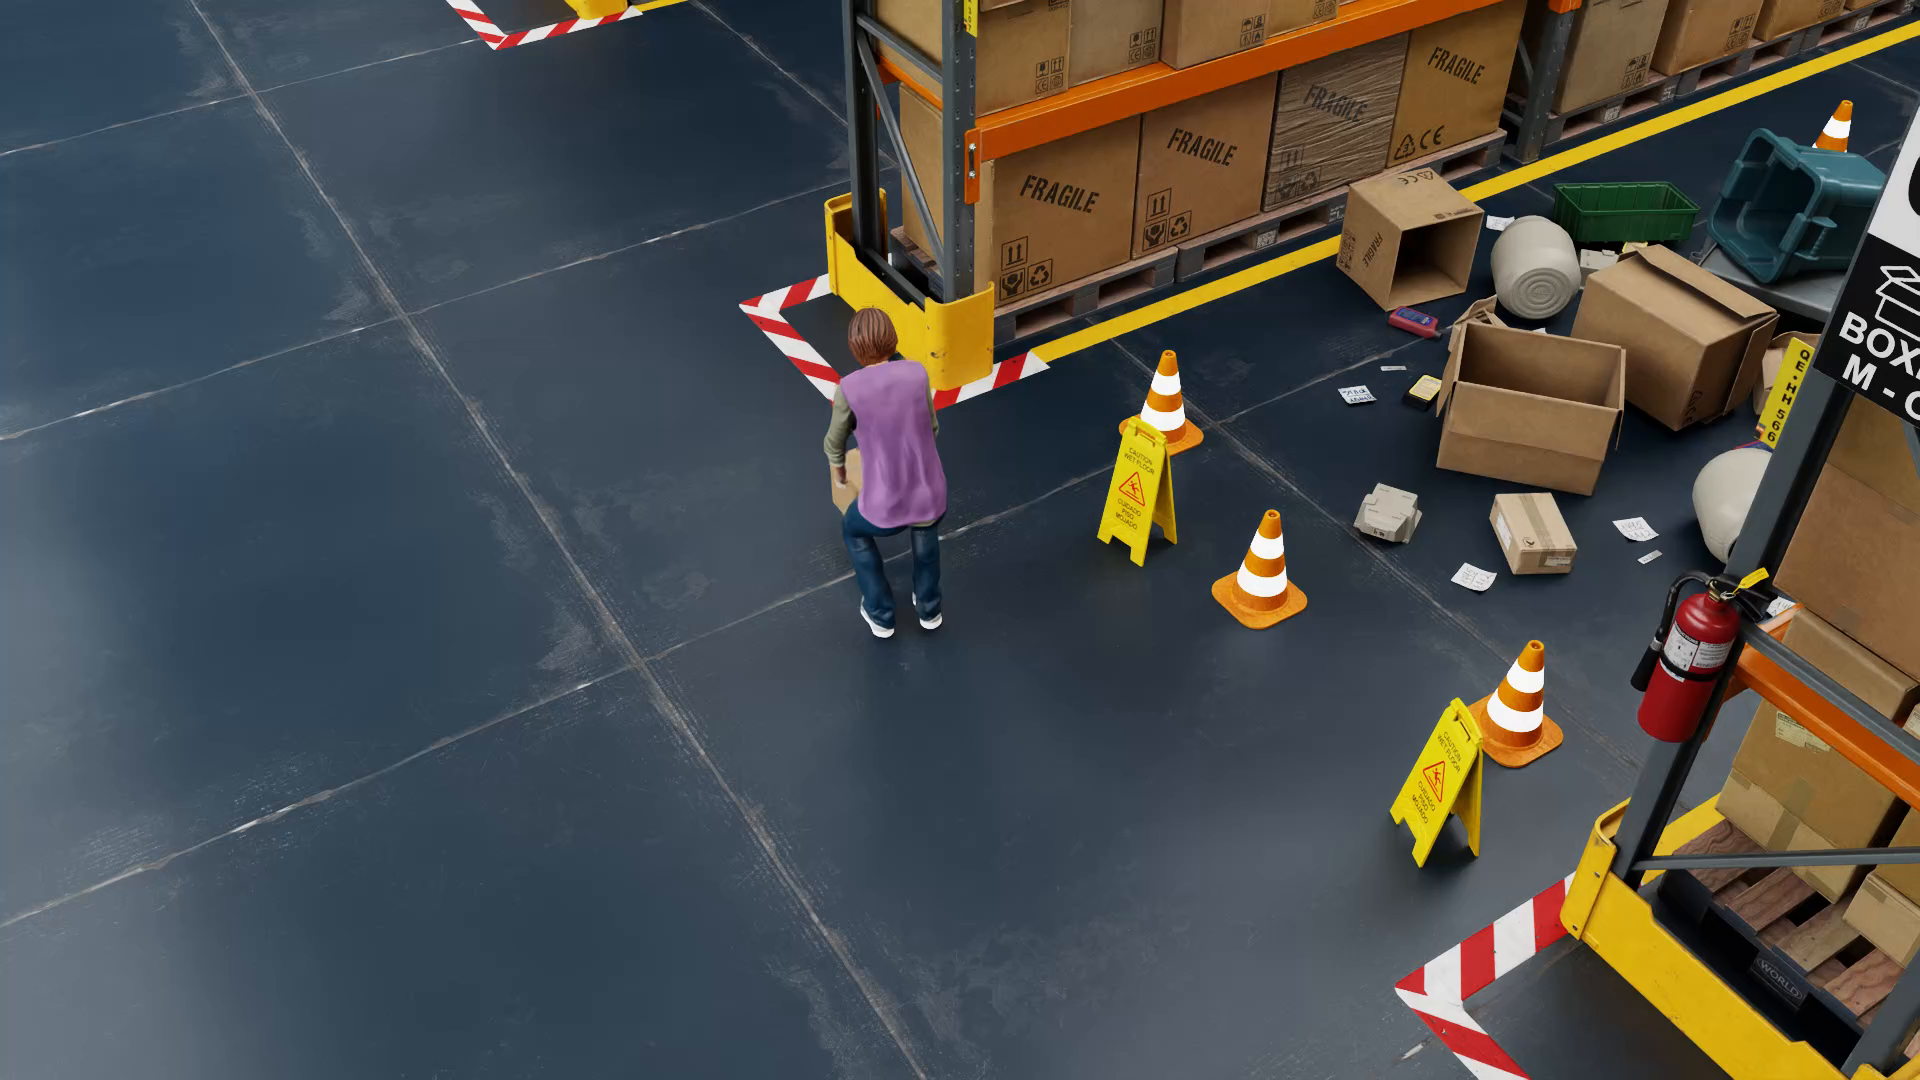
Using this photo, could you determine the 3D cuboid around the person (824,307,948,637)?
[{"bbox_3d":[-0.287,-0.210,6.572,0.458,1.385,0.581,-10,42,-11],"label":"person"}]
